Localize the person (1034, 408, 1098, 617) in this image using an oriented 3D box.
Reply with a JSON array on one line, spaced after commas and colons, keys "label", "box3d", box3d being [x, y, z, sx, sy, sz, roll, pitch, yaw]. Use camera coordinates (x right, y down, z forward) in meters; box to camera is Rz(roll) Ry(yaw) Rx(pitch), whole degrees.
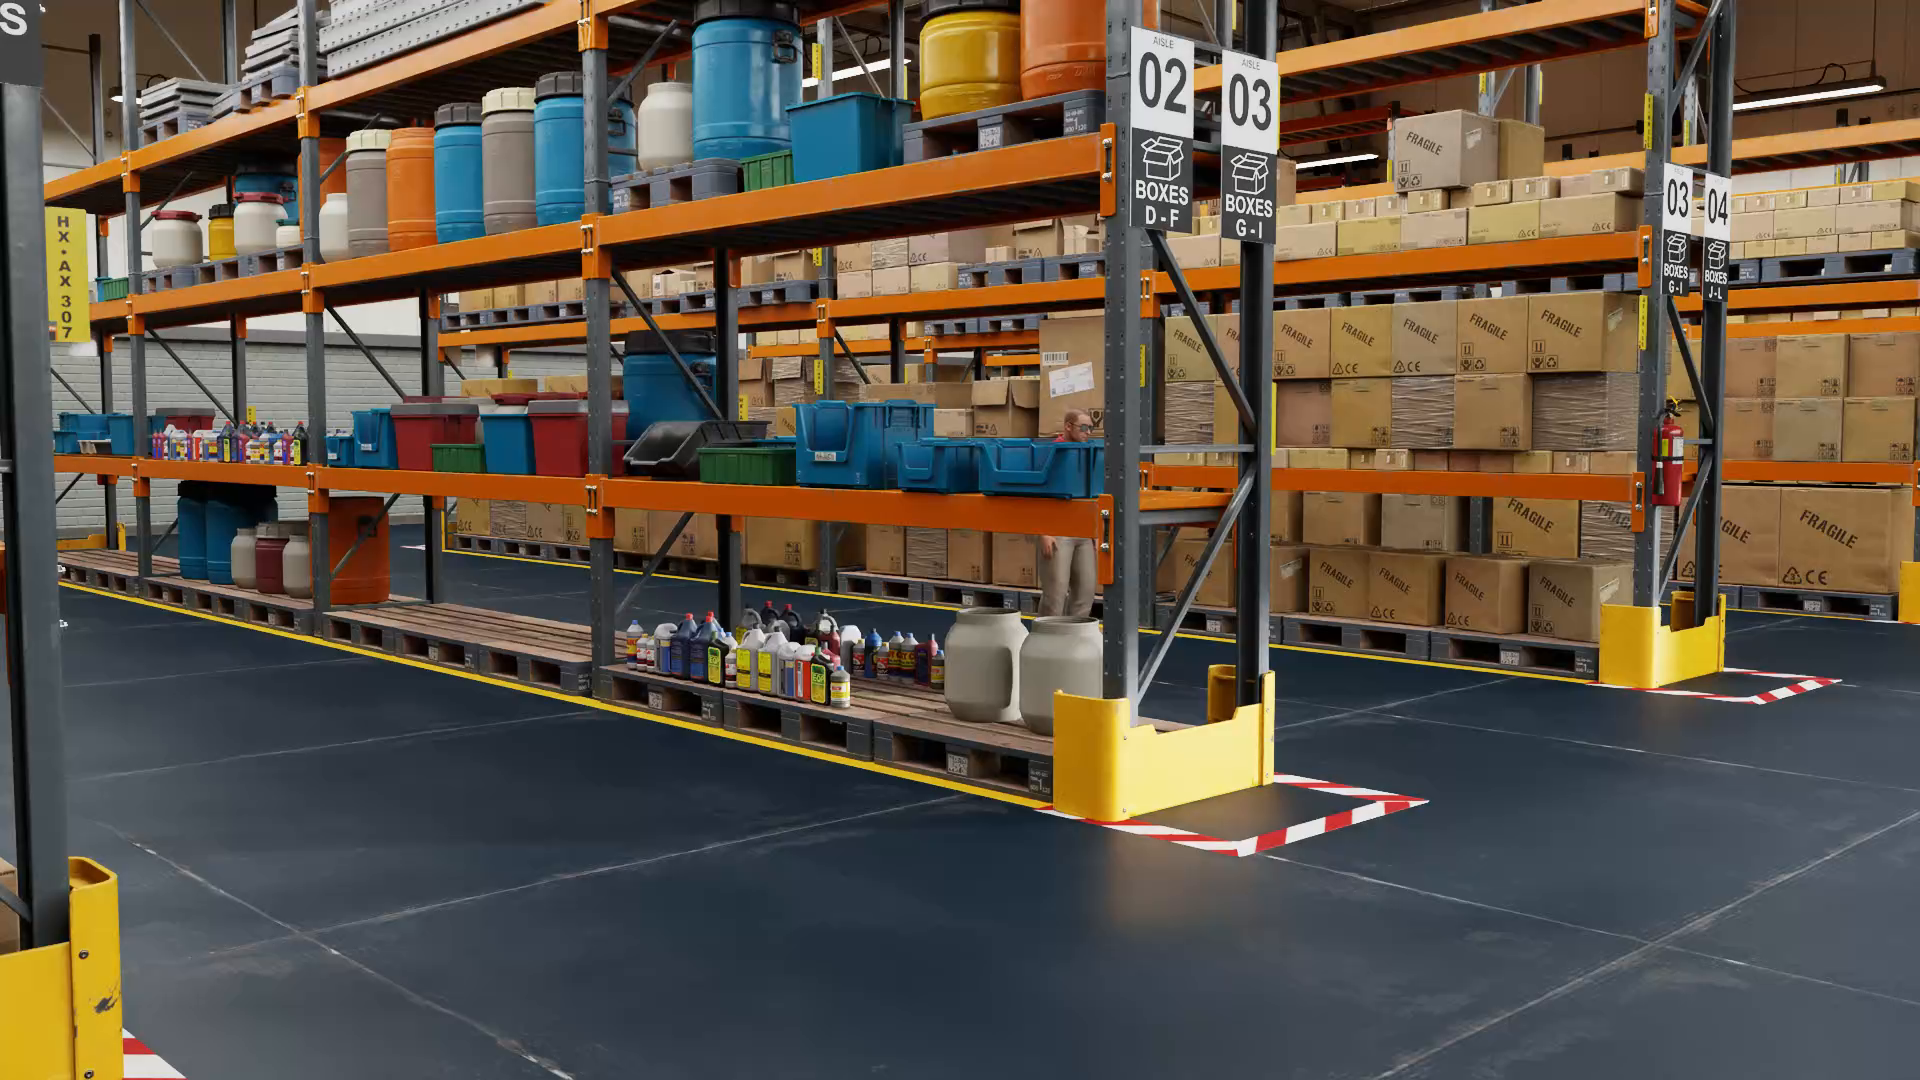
[{"label": "person", "box3d": [0.735, -0.023, 11.231, 0.384, 1.725, 0.589, 4, 5, 43]}]
